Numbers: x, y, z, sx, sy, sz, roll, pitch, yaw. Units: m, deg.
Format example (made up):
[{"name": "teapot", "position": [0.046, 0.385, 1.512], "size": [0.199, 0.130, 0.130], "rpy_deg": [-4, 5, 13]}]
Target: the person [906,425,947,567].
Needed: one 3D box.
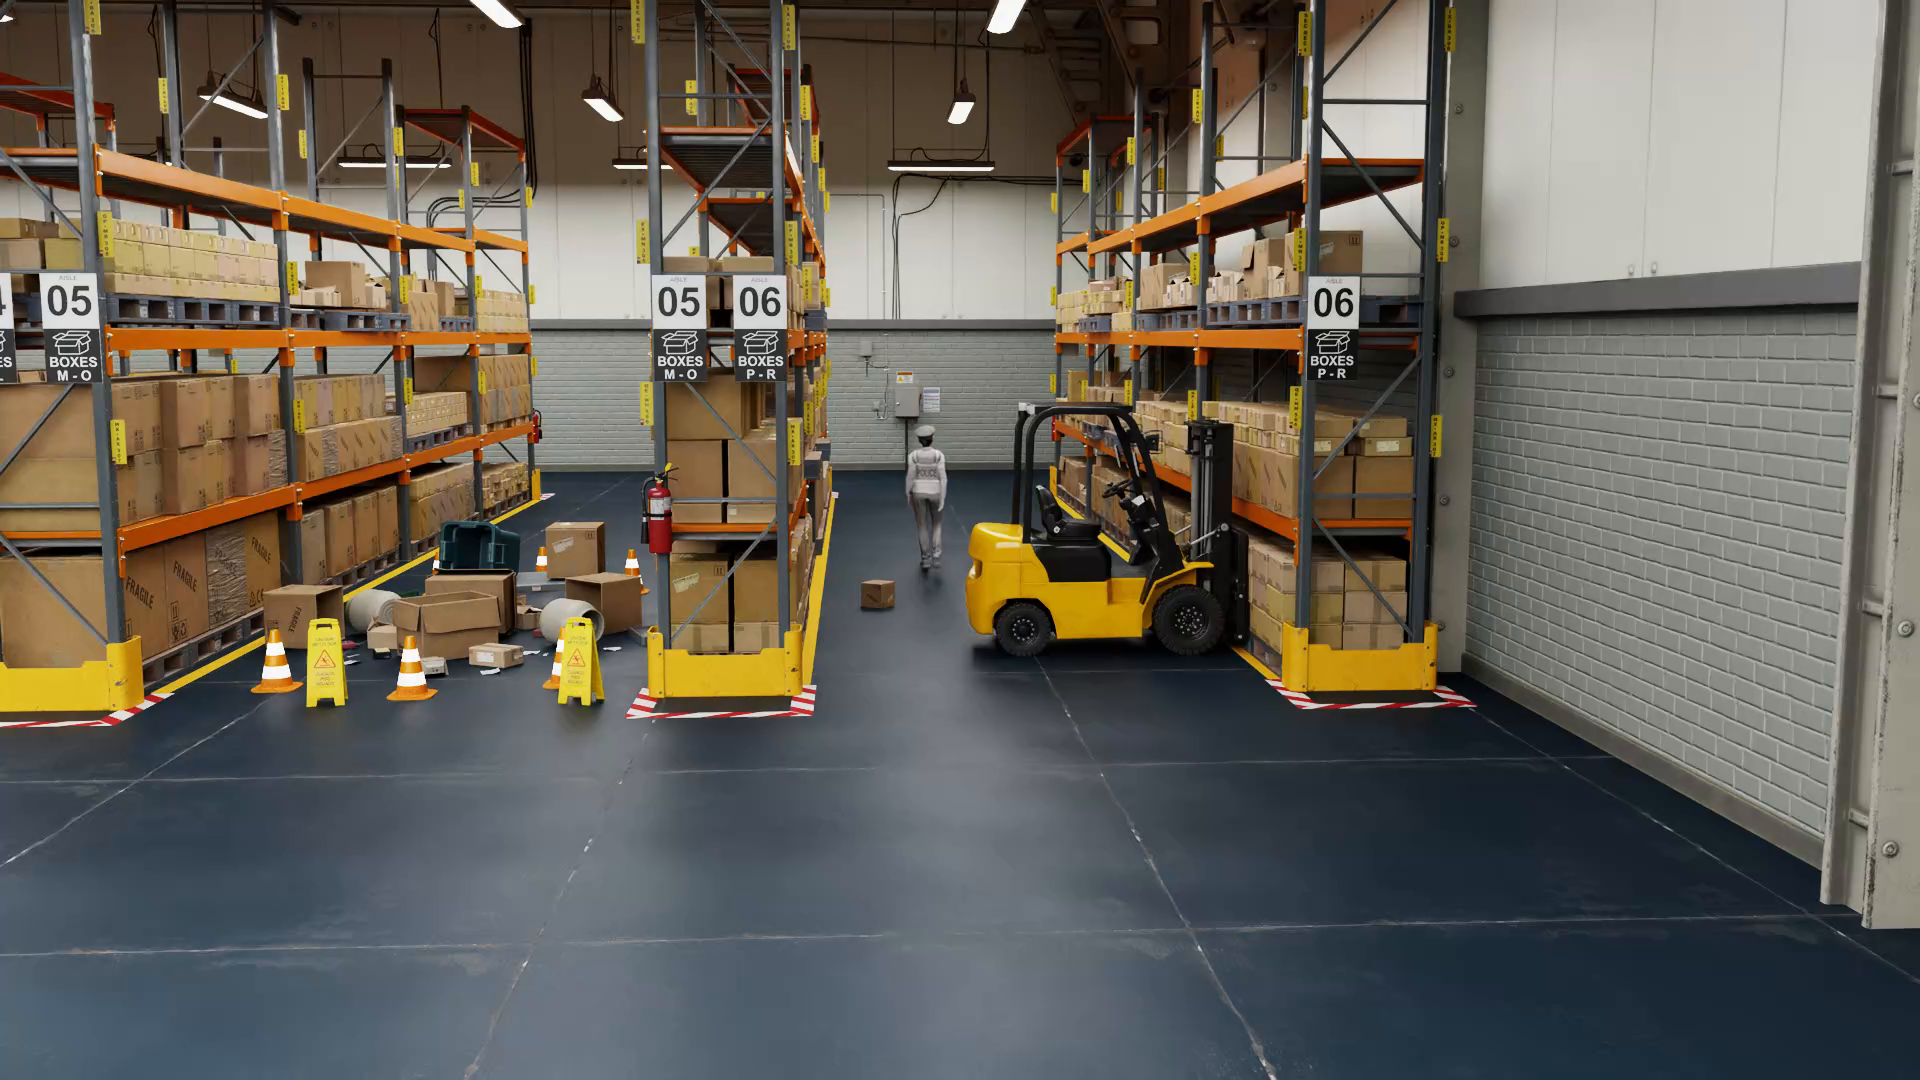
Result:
[{"name": "person", "position": [-0.404, -0.493, 19.701], "size": [0.482, 1.739, 0.469], "rpy_deg": [-1, 7, -6]}]
